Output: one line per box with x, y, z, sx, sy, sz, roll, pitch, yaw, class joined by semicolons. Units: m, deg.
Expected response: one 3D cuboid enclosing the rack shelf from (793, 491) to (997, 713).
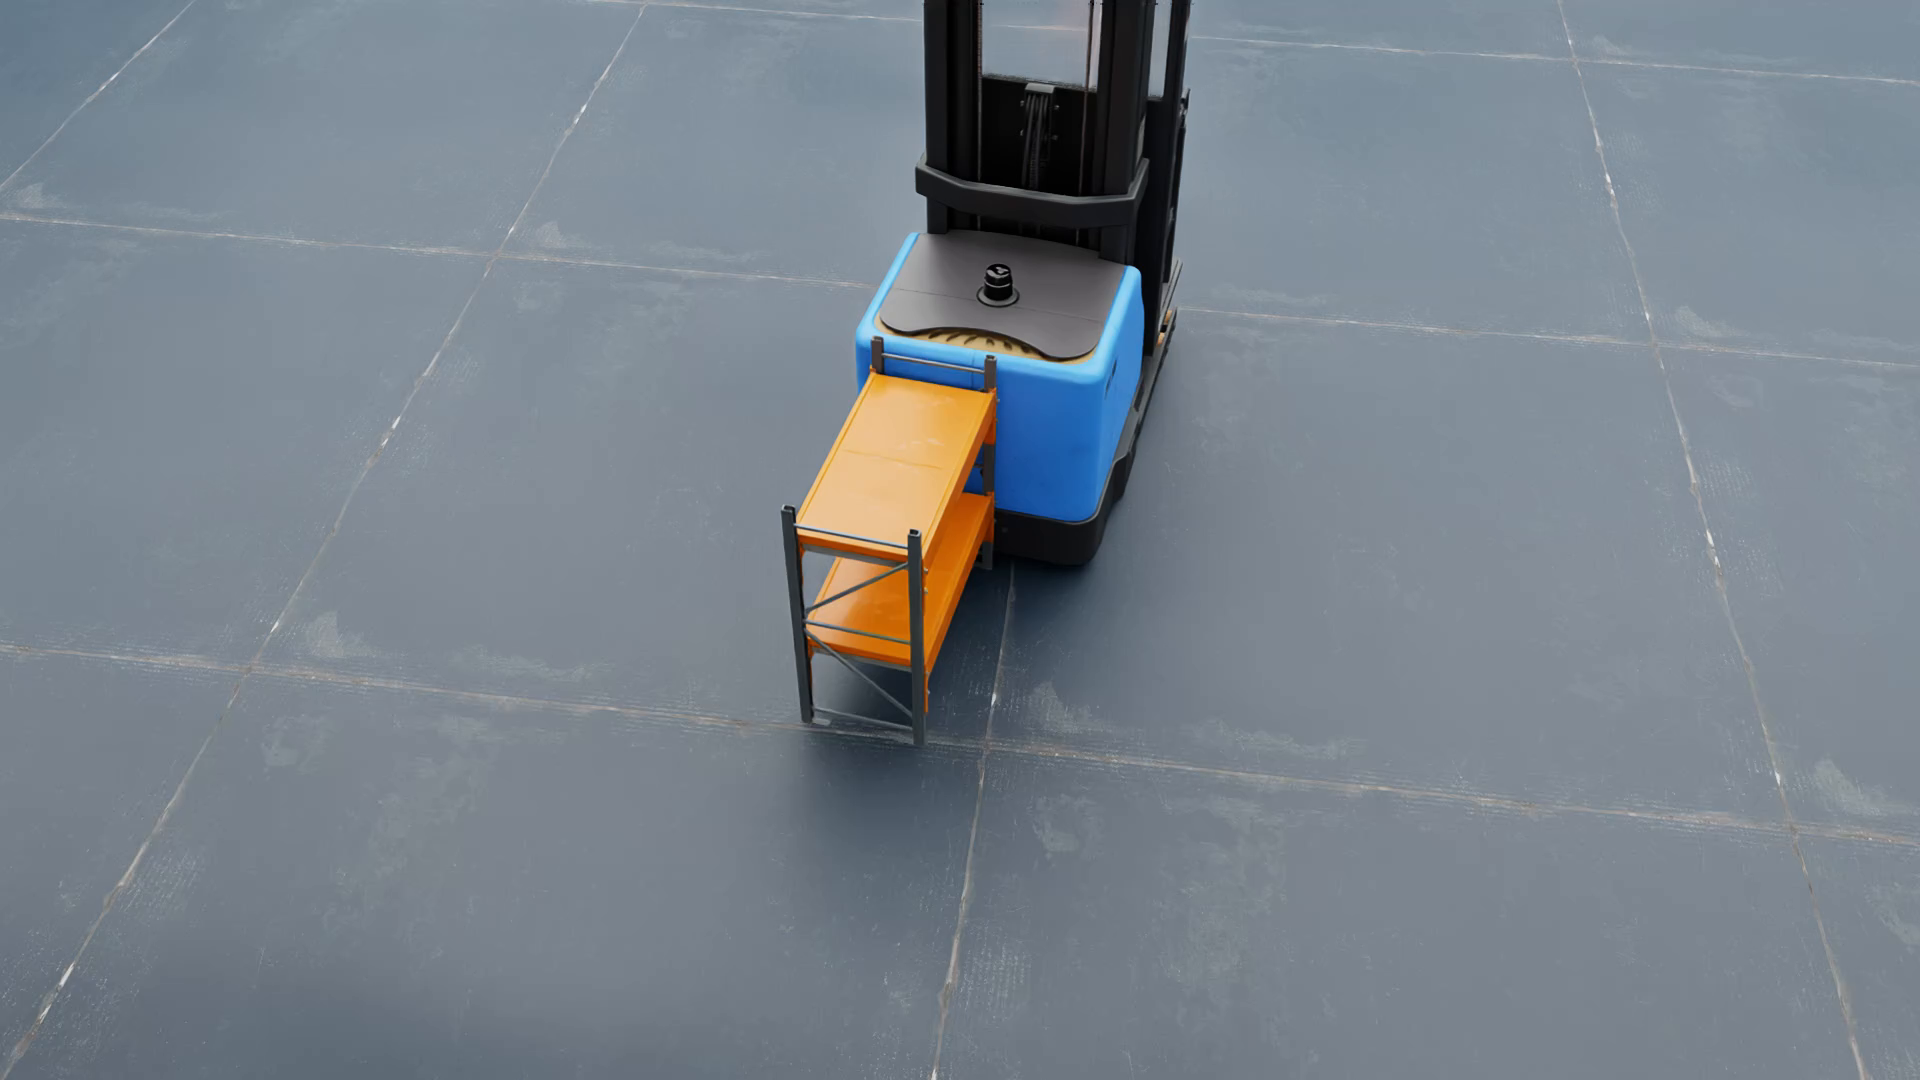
-0.239;0.181;6.619;0.538;0.278;1.000;11;45;11;rack shelf

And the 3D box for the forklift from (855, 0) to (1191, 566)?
0.454;-1.986;7.238;1.130;2.935;3.031;11;45;11;forklift

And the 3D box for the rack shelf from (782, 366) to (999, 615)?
-0.239;-0.209;6.250;0.538;0.278;1.000;11;45;11;rack shelf

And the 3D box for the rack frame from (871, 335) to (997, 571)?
-0.102;-0.334;6.806;0.500;1.125;0.032;11;45;11;rack frame

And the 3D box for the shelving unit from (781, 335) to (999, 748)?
-0.239;0.003;6.451;0.538;1.125;1.048;11;45;11;shelving unit

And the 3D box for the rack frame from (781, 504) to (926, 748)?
-0.376;0.340;6.095;0.500;1.125;0.032;11;45;11;rack frame
